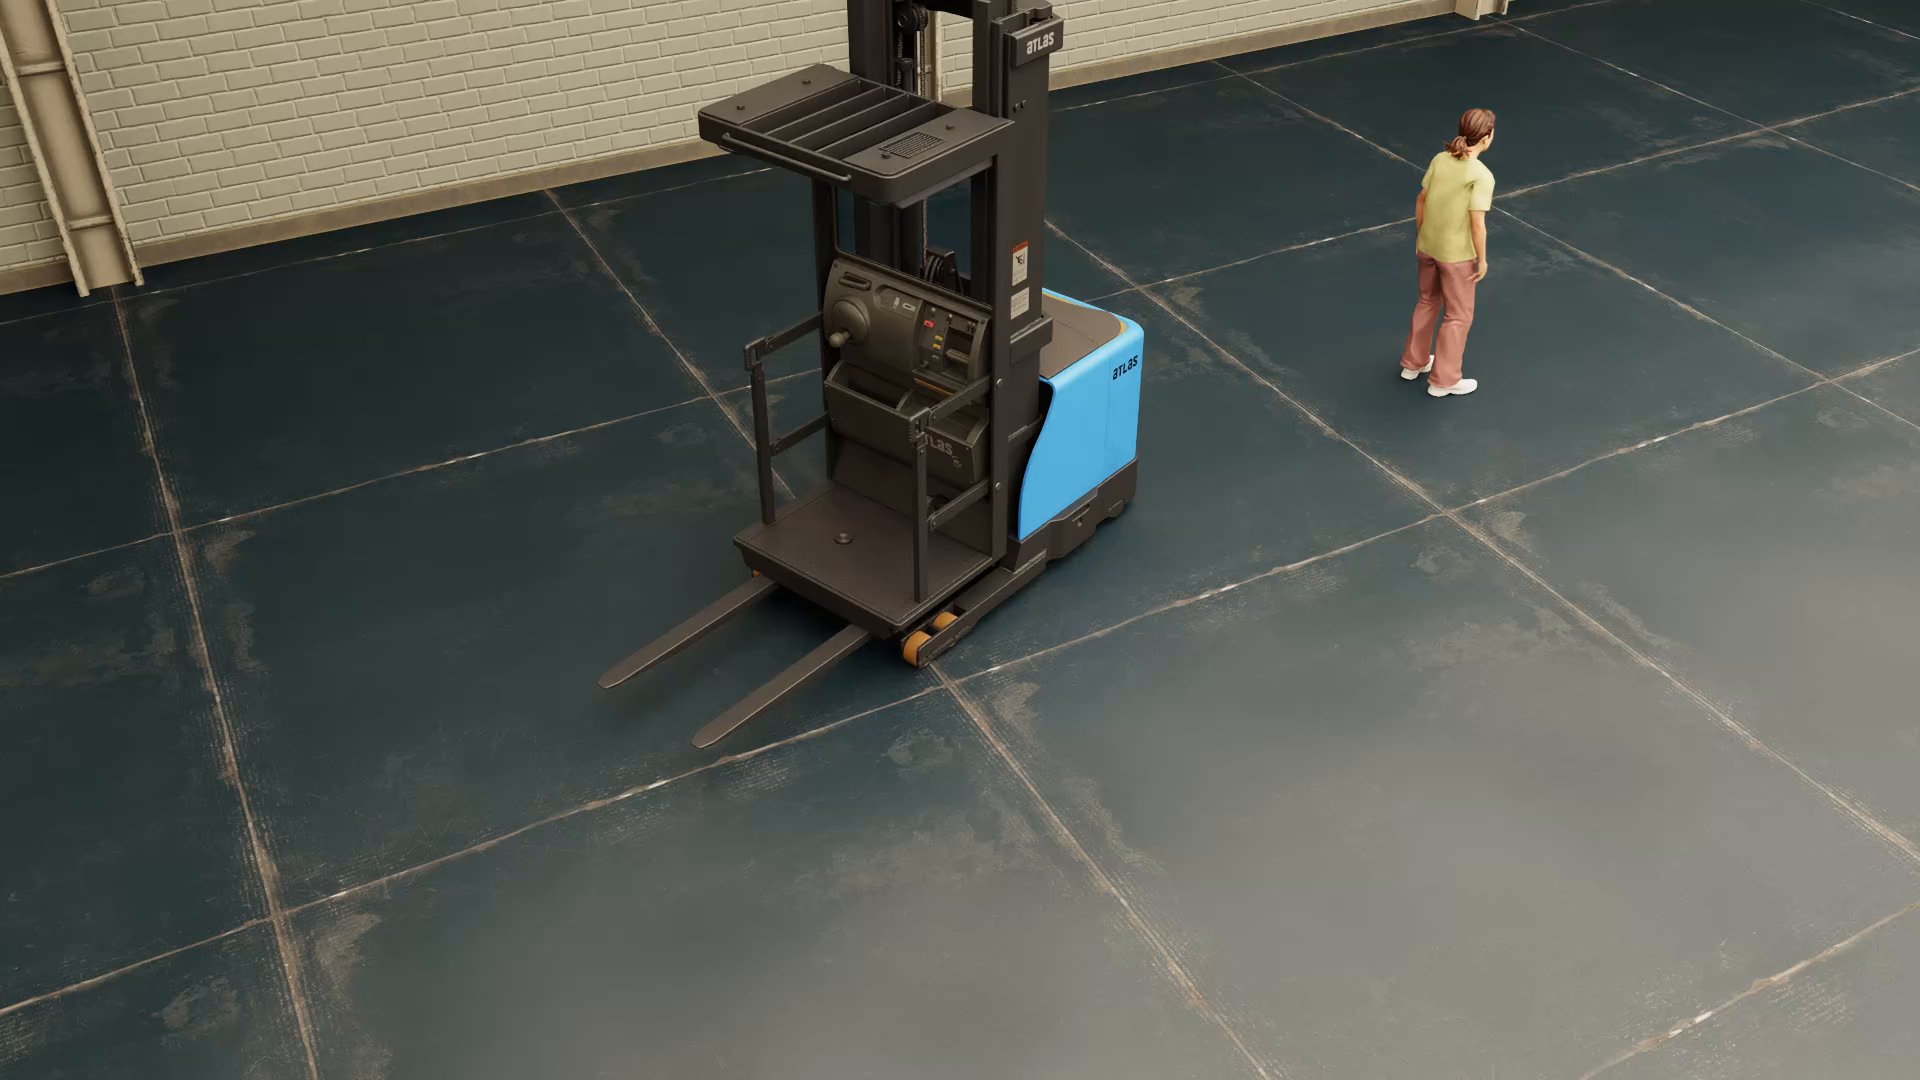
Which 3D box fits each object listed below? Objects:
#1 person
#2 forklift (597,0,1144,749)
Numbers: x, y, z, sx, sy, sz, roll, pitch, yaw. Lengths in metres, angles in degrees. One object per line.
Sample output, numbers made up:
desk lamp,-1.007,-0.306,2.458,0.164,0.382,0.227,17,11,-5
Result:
person,2.822,-1.653,9.552,0.356,1.673,0.518,-19,40,-25
forklift,-0.390,-0.927,7.434,1.130,2.935,3.031,26,43,31
